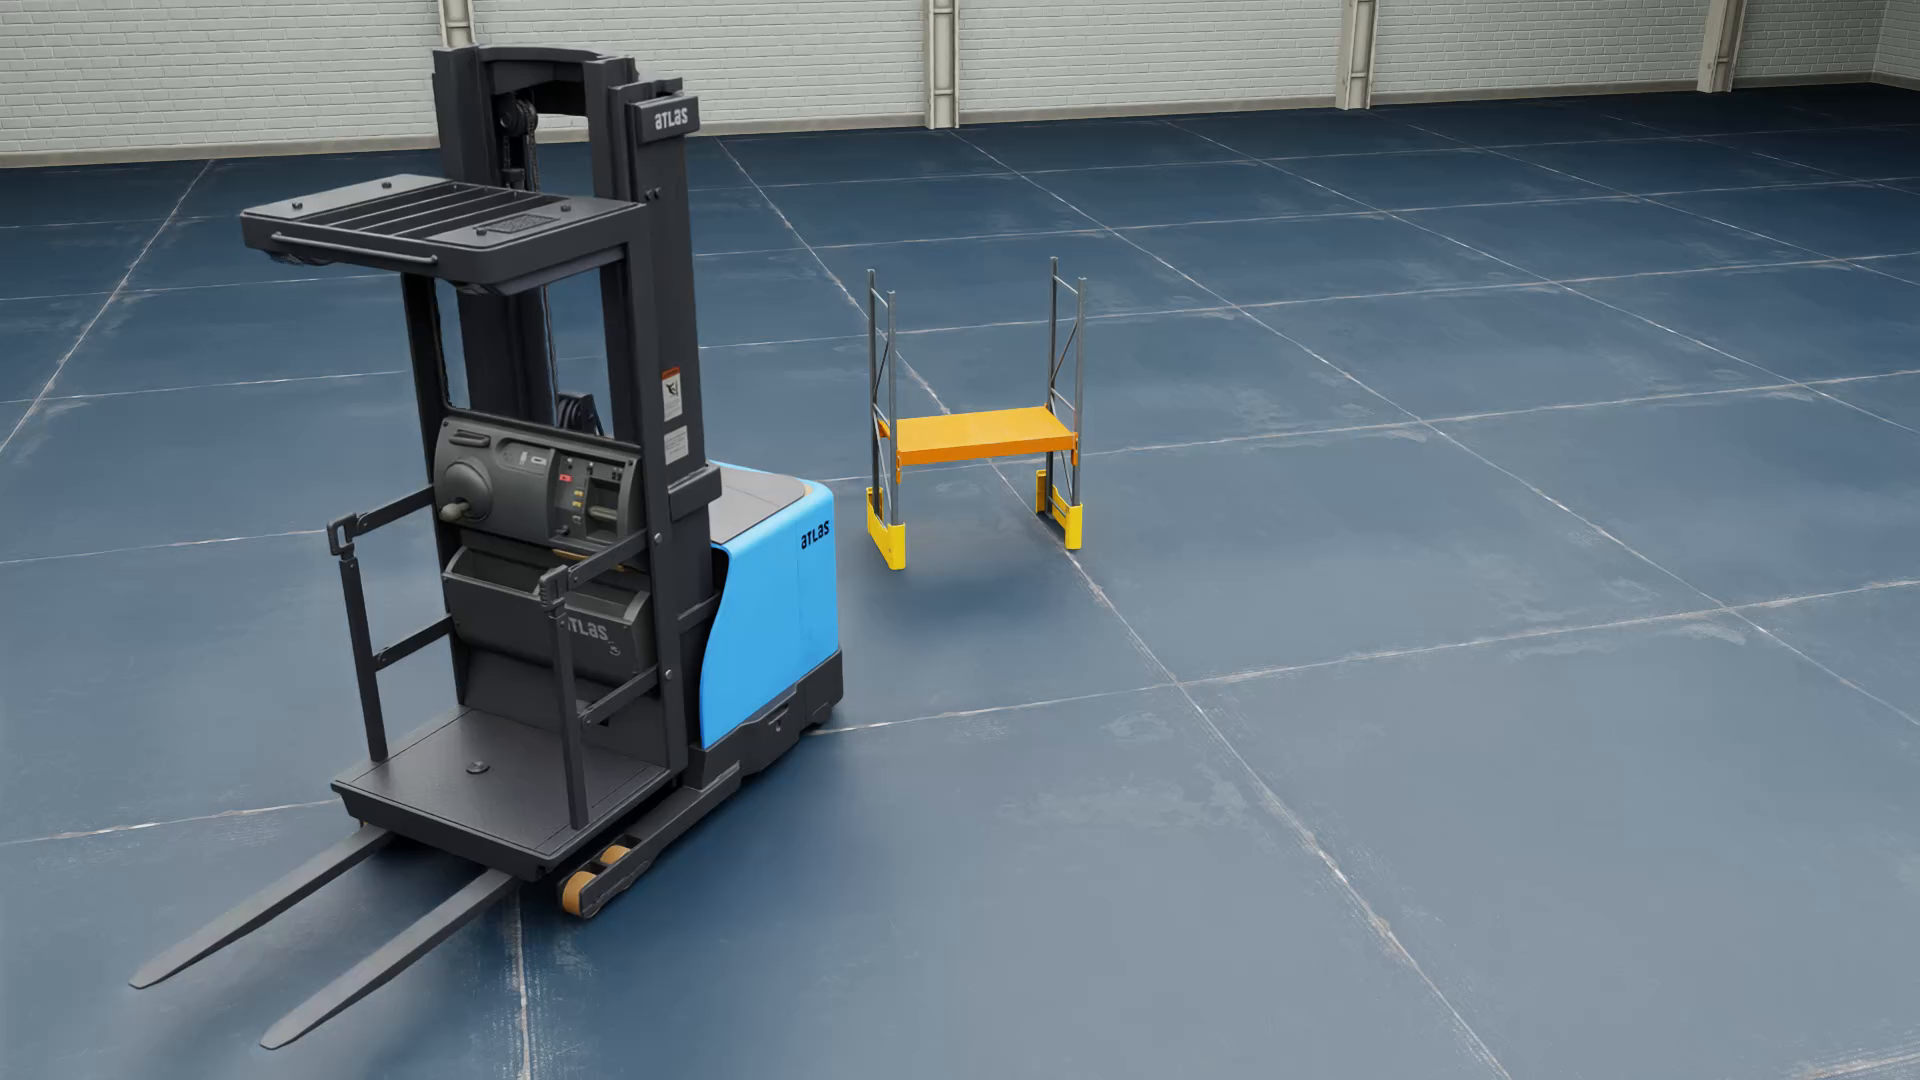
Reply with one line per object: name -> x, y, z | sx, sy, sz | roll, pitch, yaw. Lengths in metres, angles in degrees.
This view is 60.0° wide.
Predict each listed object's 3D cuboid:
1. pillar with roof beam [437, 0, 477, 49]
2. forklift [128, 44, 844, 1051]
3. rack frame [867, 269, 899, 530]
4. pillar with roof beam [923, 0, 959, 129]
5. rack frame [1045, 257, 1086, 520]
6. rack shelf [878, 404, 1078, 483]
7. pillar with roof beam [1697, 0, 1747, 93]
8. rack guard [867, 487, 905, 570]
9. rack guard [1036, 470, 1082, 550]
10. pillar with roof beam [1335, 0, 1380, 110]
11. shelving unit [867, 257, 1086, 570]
pillar with roof beam -> -4.856, -7.330, 14.921 | 0.400, 9.000, 9.100 | -6, 24, -14
forklift -> -1.668, -0.176, 5.944 | 1.130, 2.935, 3.031 | 12, 26, 26
rack frame -> -0.407, -0.644, 8.849 | 0.032, 1.500, 0.500 | -6, 24, -14
pillar with roof beam -> 0.921, -7.969, 16.410 | 0.400, 9.000, 9.100 | -6, 24, -14
rack frame -> 0.572, -0.752, 9.102 | 0.032, 1.500, 0.500 | -6, 24, -14
rack shelf -> 0.082, -0.533, 9.046 | 1.000, 0.185, 0.538 | -6, 24, -14
pillar with roof beam -> 12.475, -9.247, 19.389 | 0.400, 9.000, 9.100 | -6, 24, -14
rack guard -> -0.406, -0.070, 9.096 | 0.087, 0.250, 0.587 | -6, 24, -14
rack guard -> 0.553, -0.176, 9.343 | 0.087, 0.250, 0.587 | -6, 24, -14
pillar with roof beam -> 6.698, -8.608, 17.900 | 0.400, 9.000, 9.100 | -6, 24, -14
shelving unit -> 0.073, -0.697, 8.973 | 1.083, 1.500, 0.587 | -6, 24, -14
